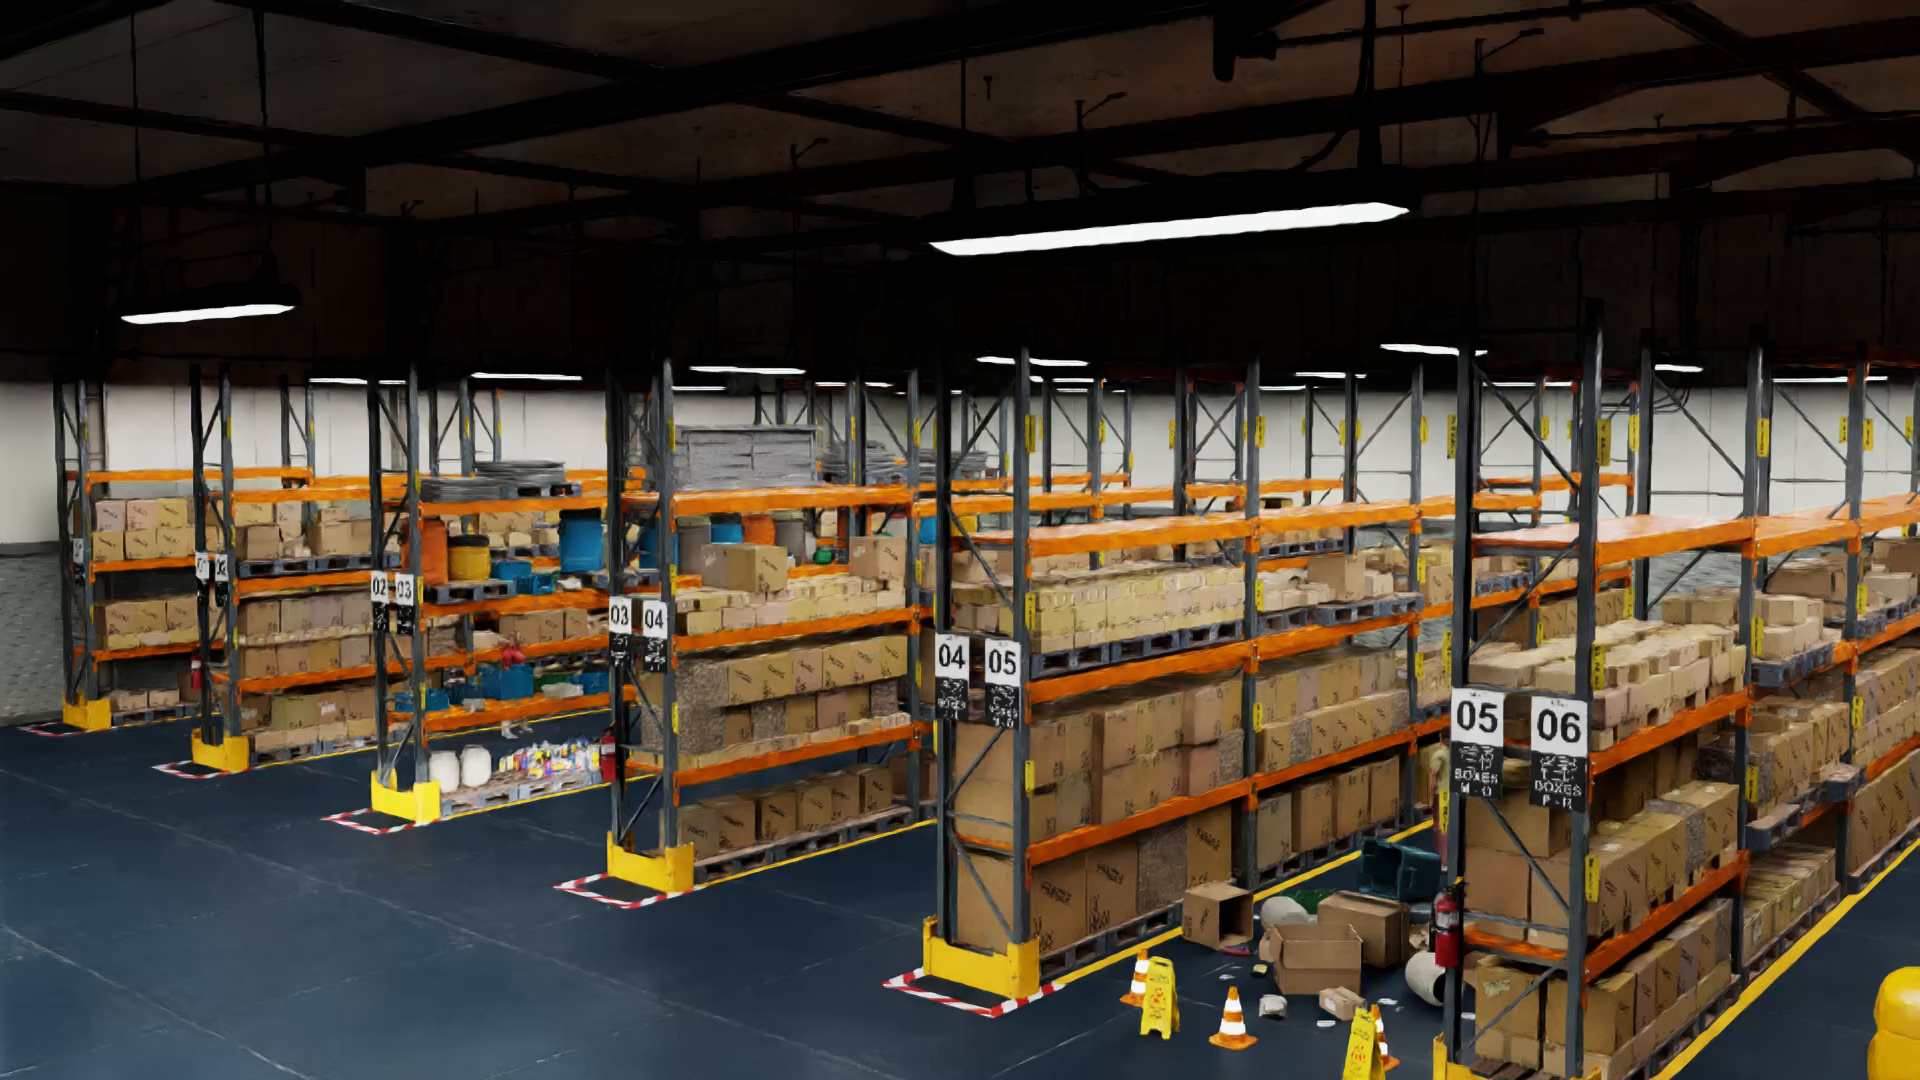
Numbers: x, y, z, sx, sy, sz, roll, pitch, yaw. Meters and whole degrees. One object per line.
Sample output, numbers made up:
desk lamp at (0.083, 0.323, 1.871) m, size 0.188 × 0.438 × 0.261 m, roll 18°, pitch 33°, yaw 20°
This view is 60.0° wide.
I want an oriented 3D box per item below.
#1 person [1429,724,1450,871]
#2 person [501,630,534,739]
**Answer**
person at (5.561, 2.935, 19.122) m, size 0.492 × 1.674 × 0.481 m, roll -1°, pitch 4°, yaw -19°
person at (-7.221, 2.333, 27.105) m, size 0.449 × 1.737 × 0.595 m, roll 1°, pitch 4°, yaw 9°
